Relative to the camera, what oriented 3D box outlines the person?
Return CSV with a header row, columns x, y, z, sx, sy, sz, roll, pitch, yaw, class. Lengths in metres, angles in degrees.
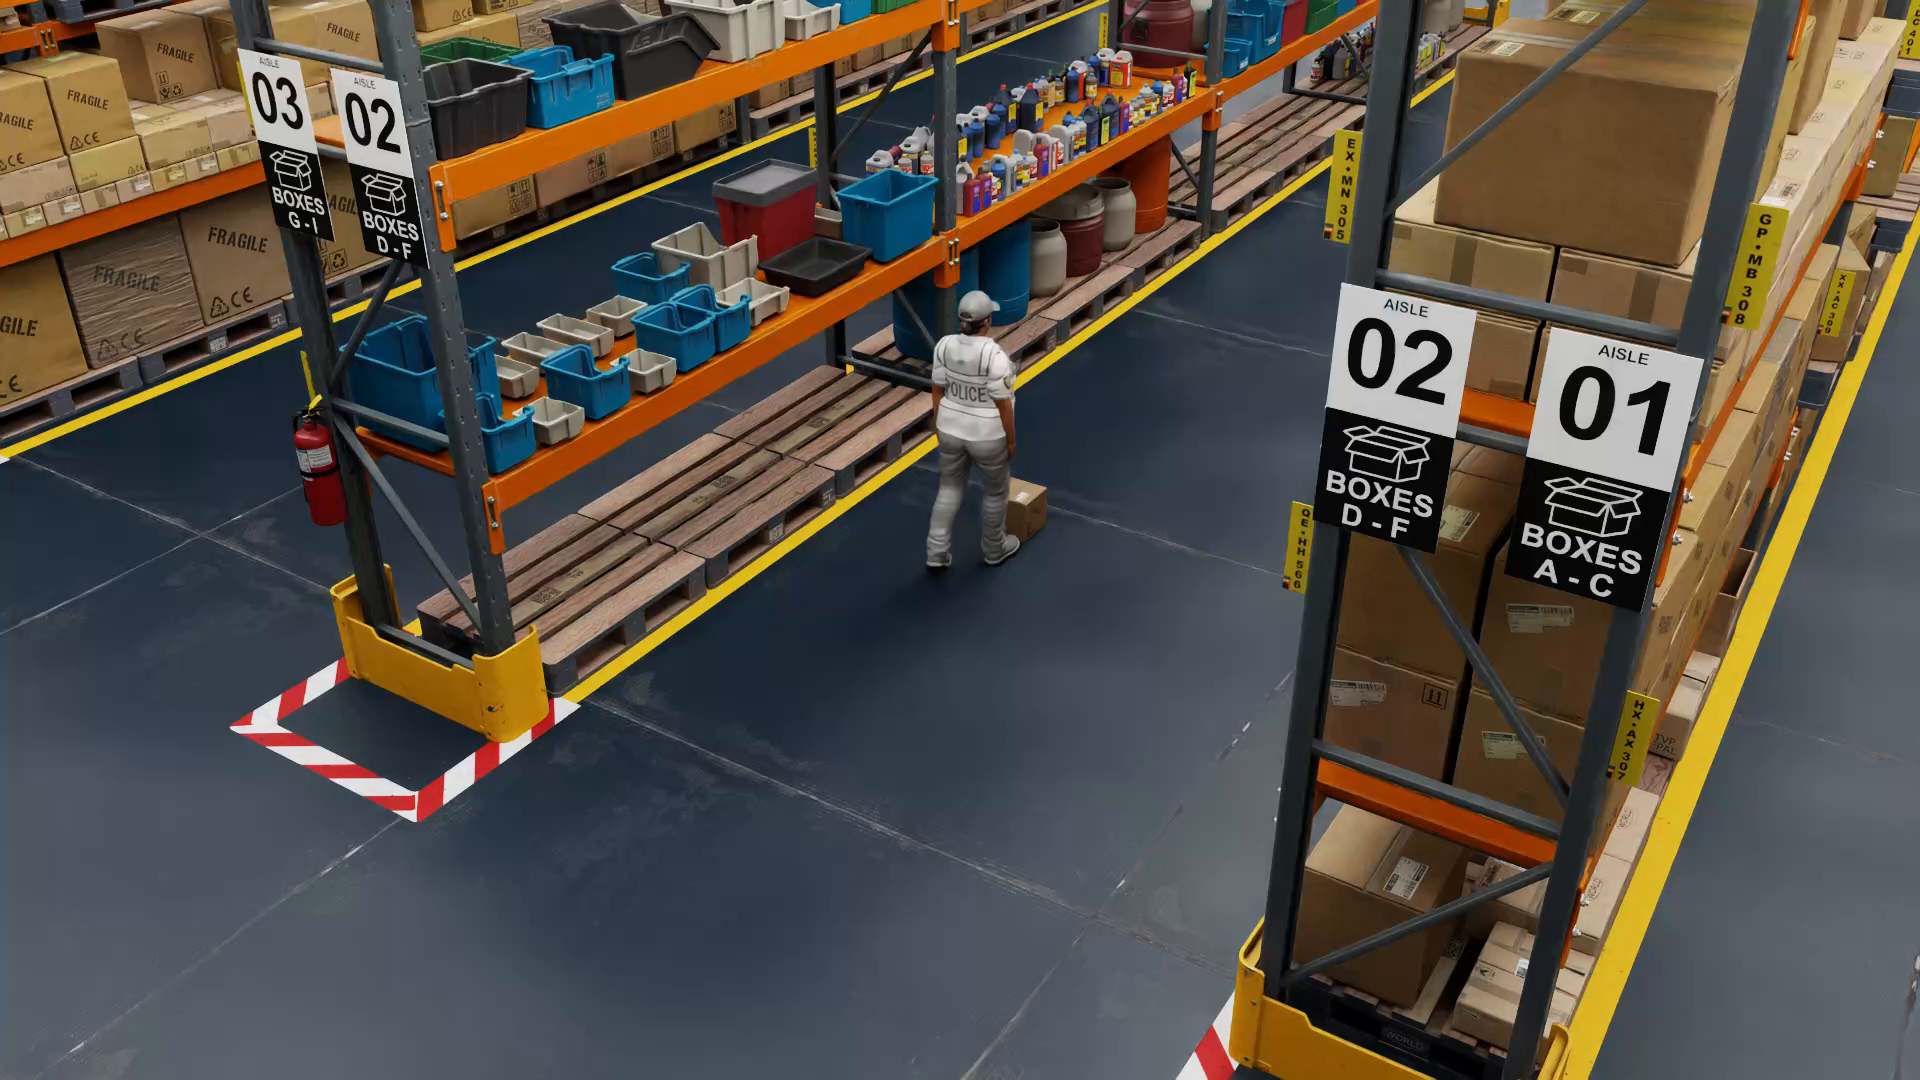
x,y,z,sx,sy,sz,roll,pitch,yaw,class
0.093,-0.582,9.168,0.488,1.685,0.596,18,35,28,person
